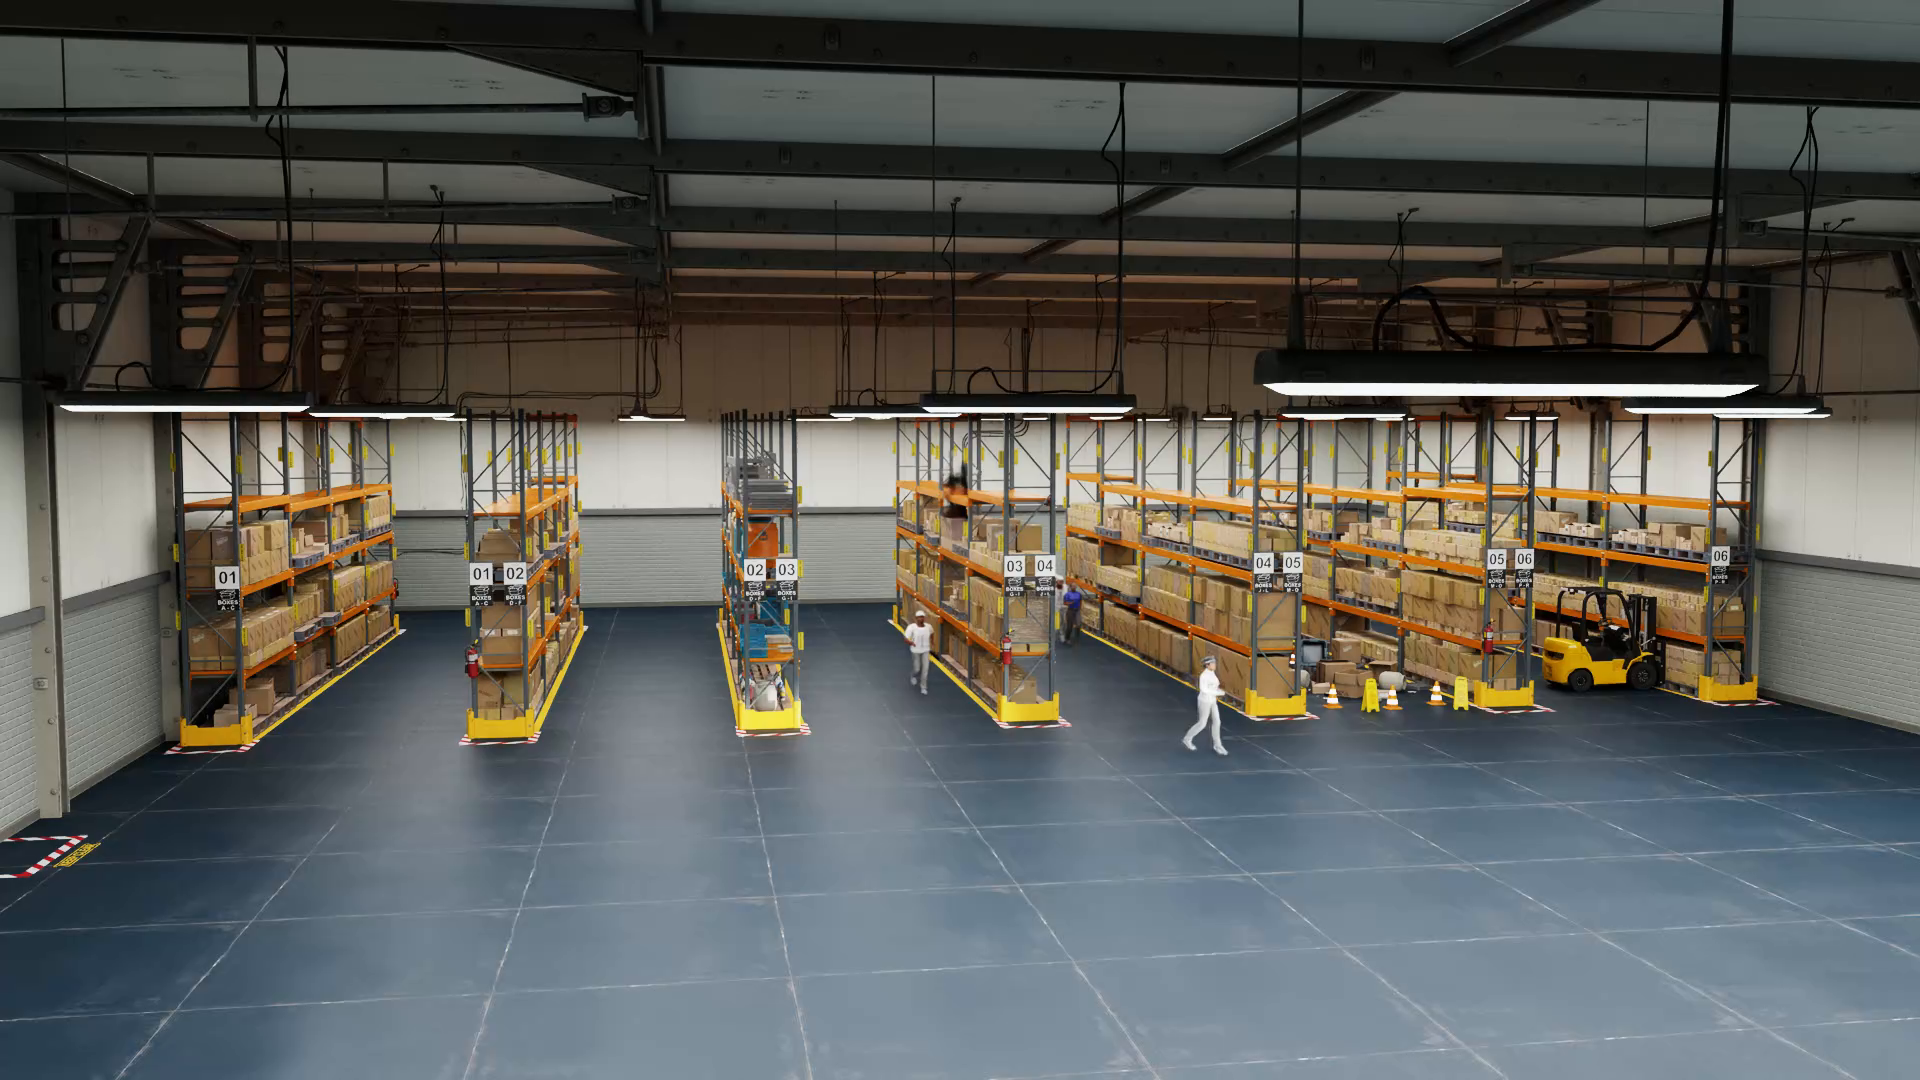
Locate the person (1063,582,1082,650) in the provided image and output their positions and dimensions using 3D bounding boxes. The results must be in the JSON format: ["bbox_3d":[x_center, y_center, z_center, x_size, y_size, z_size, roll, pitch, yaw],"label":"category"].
[{"bbox_3d":[2.900,1.917,42.573,0.566,1.701,0.772,-1,4,-10],"label":"person"}]

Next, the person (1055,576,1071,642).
[{"bbox_3d":[2.625,1.802,44.104,0.696,1.759,0.872,-1,4,-12],"label":"person"}]

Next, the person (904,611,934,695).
[{"bbox_3d":[-0.840,2.372,35.378,0.699,1.752,0.923,-1,4,-15],"label":"person"}]

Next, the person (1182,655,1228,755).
[{"bbox_3d":[4.283,2.858,28.958,0.805,1.737,0.629,2,5,29],"label":"person"}]
